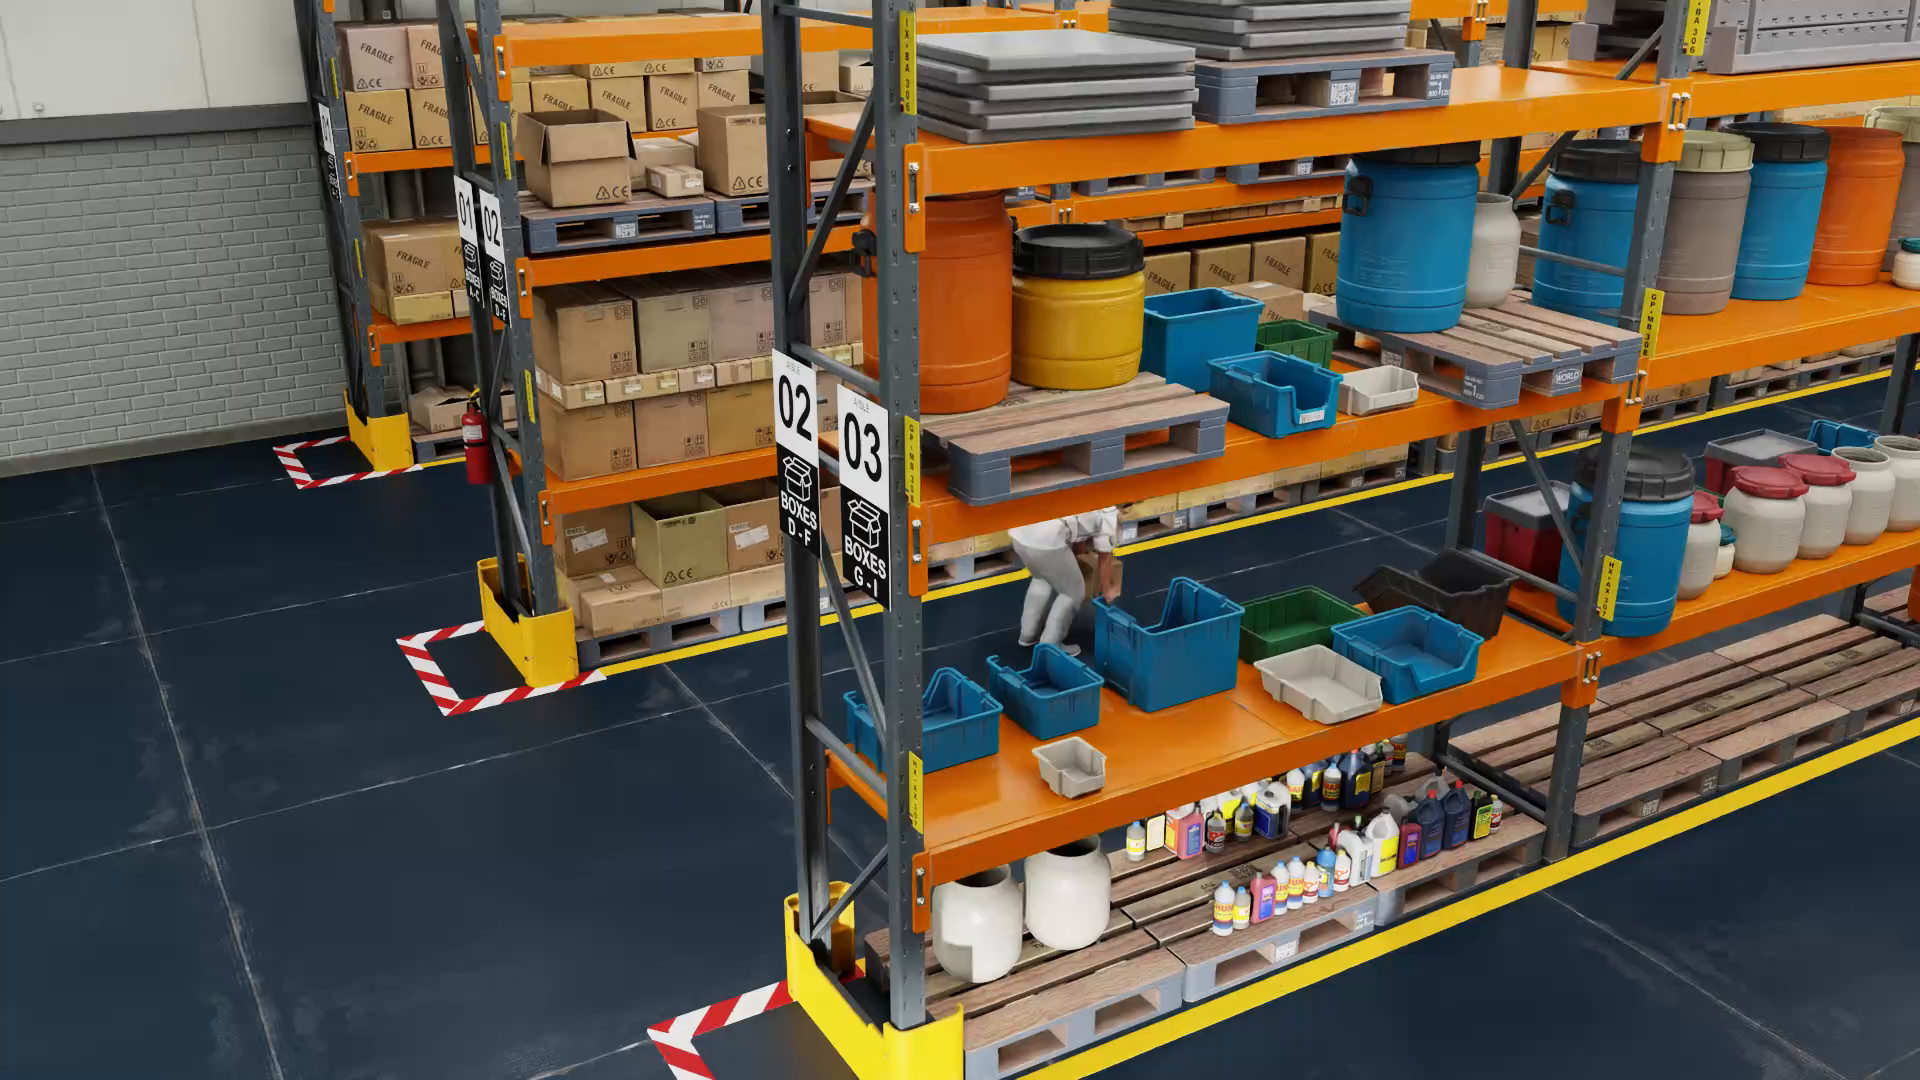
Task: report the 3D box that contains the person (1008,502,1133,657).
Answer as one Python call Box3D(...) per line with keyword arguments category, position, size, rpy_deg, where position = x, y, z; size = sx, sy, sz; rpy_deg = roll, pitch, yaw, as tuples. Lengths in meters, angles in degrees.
Box3D(category="person", position=(0.817, 0.160, 11.435), size=(1.038, 1.195, 0.490), rpy_deg=(-13, 25, -30))
